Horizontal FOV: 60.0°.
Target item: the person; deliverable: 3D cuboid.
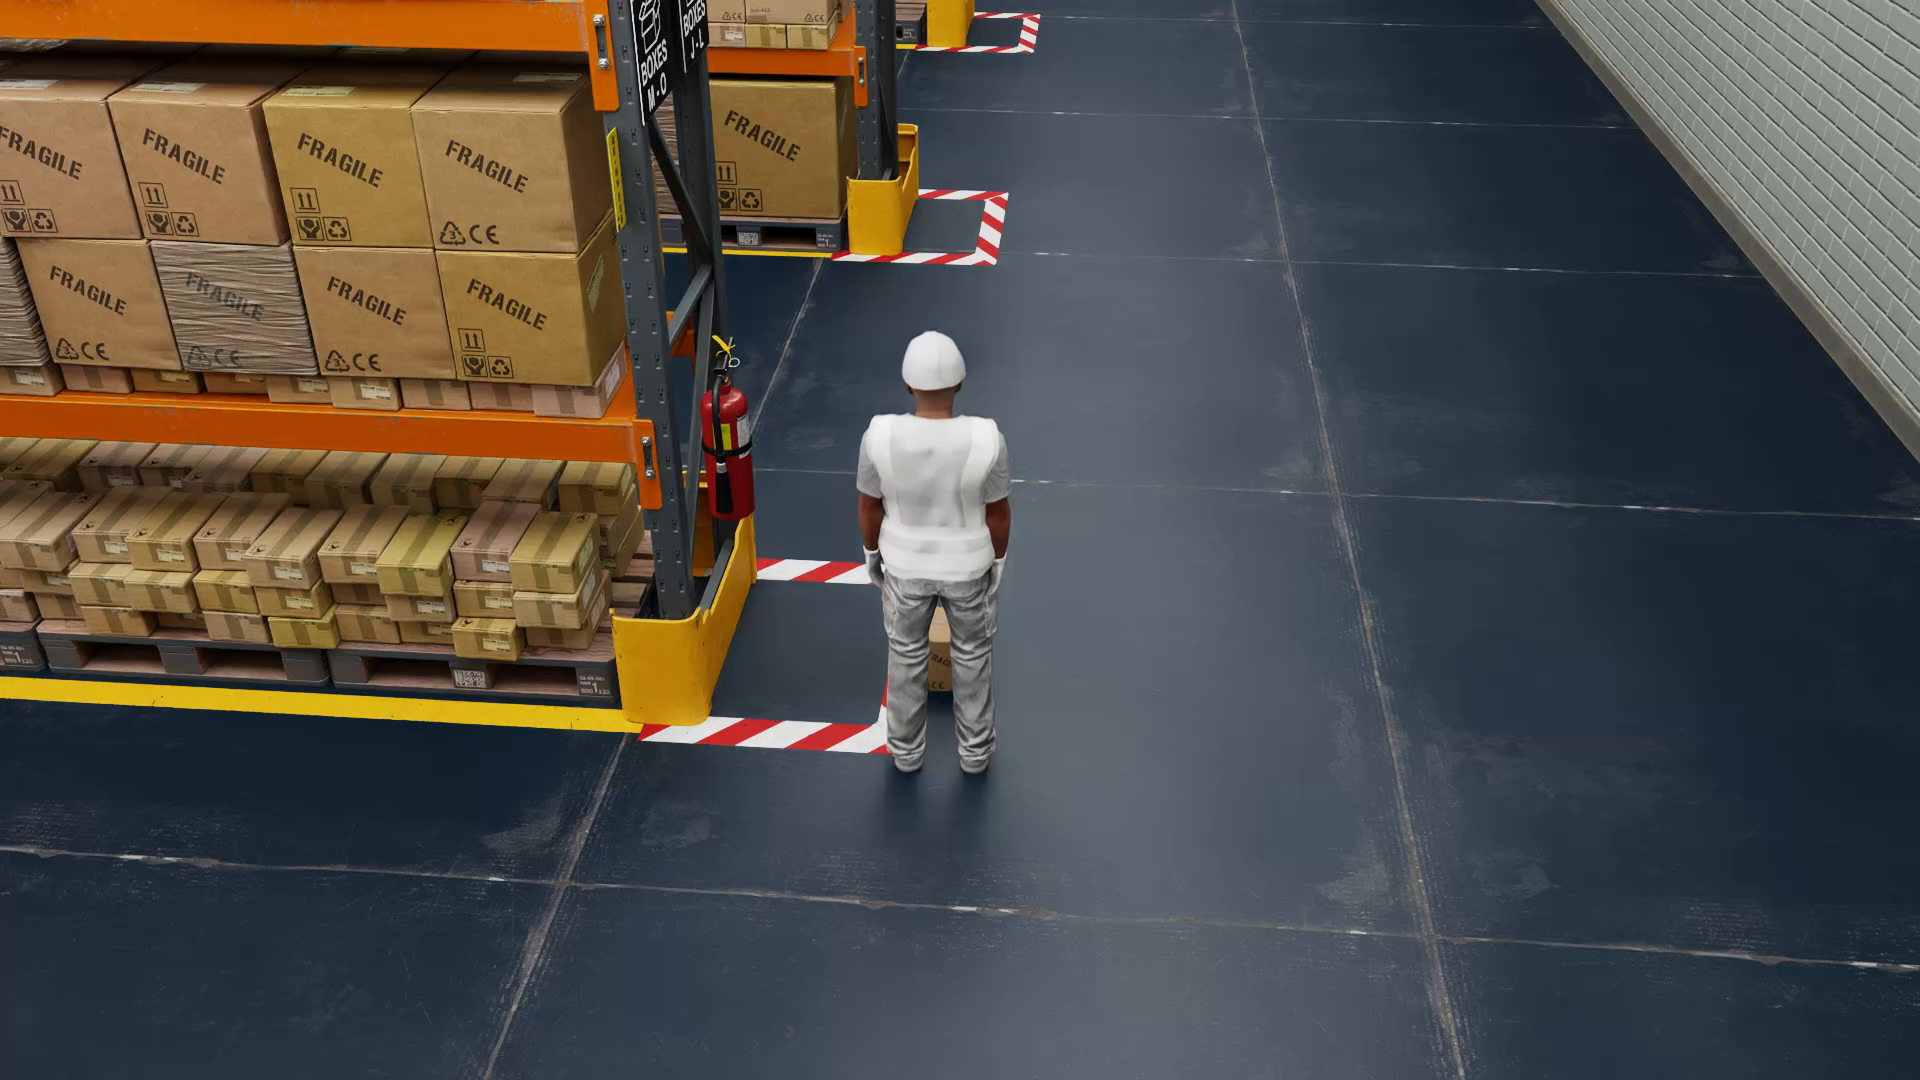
[{"bbox_3d":[-0.090,0.069,6.005,0.545,1.782,0.354,2,32,4],"label":"person"}]
